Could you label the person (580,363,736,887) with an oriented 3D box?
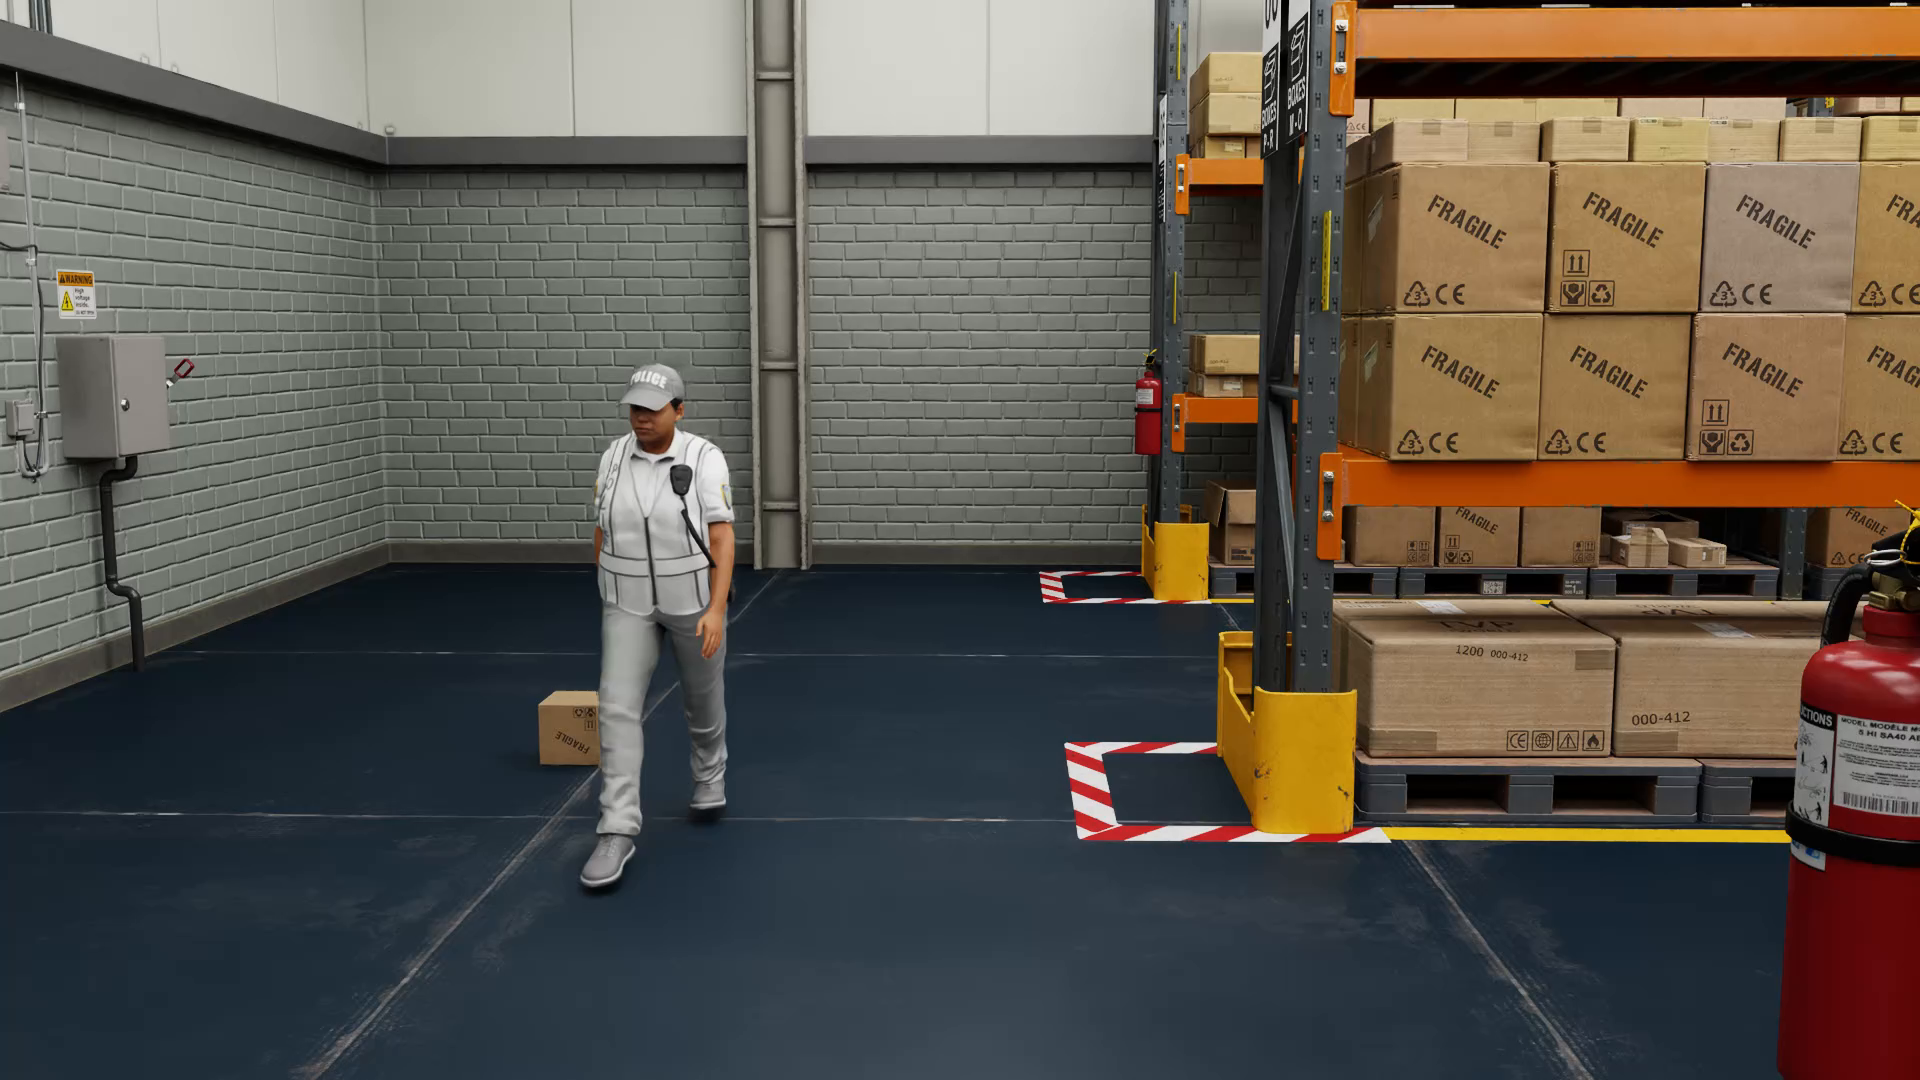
[{"bbox_3d":[-0.988,0.217,5.541,0.498,1.607,1.012,0,7,0],"label":"person"}]
